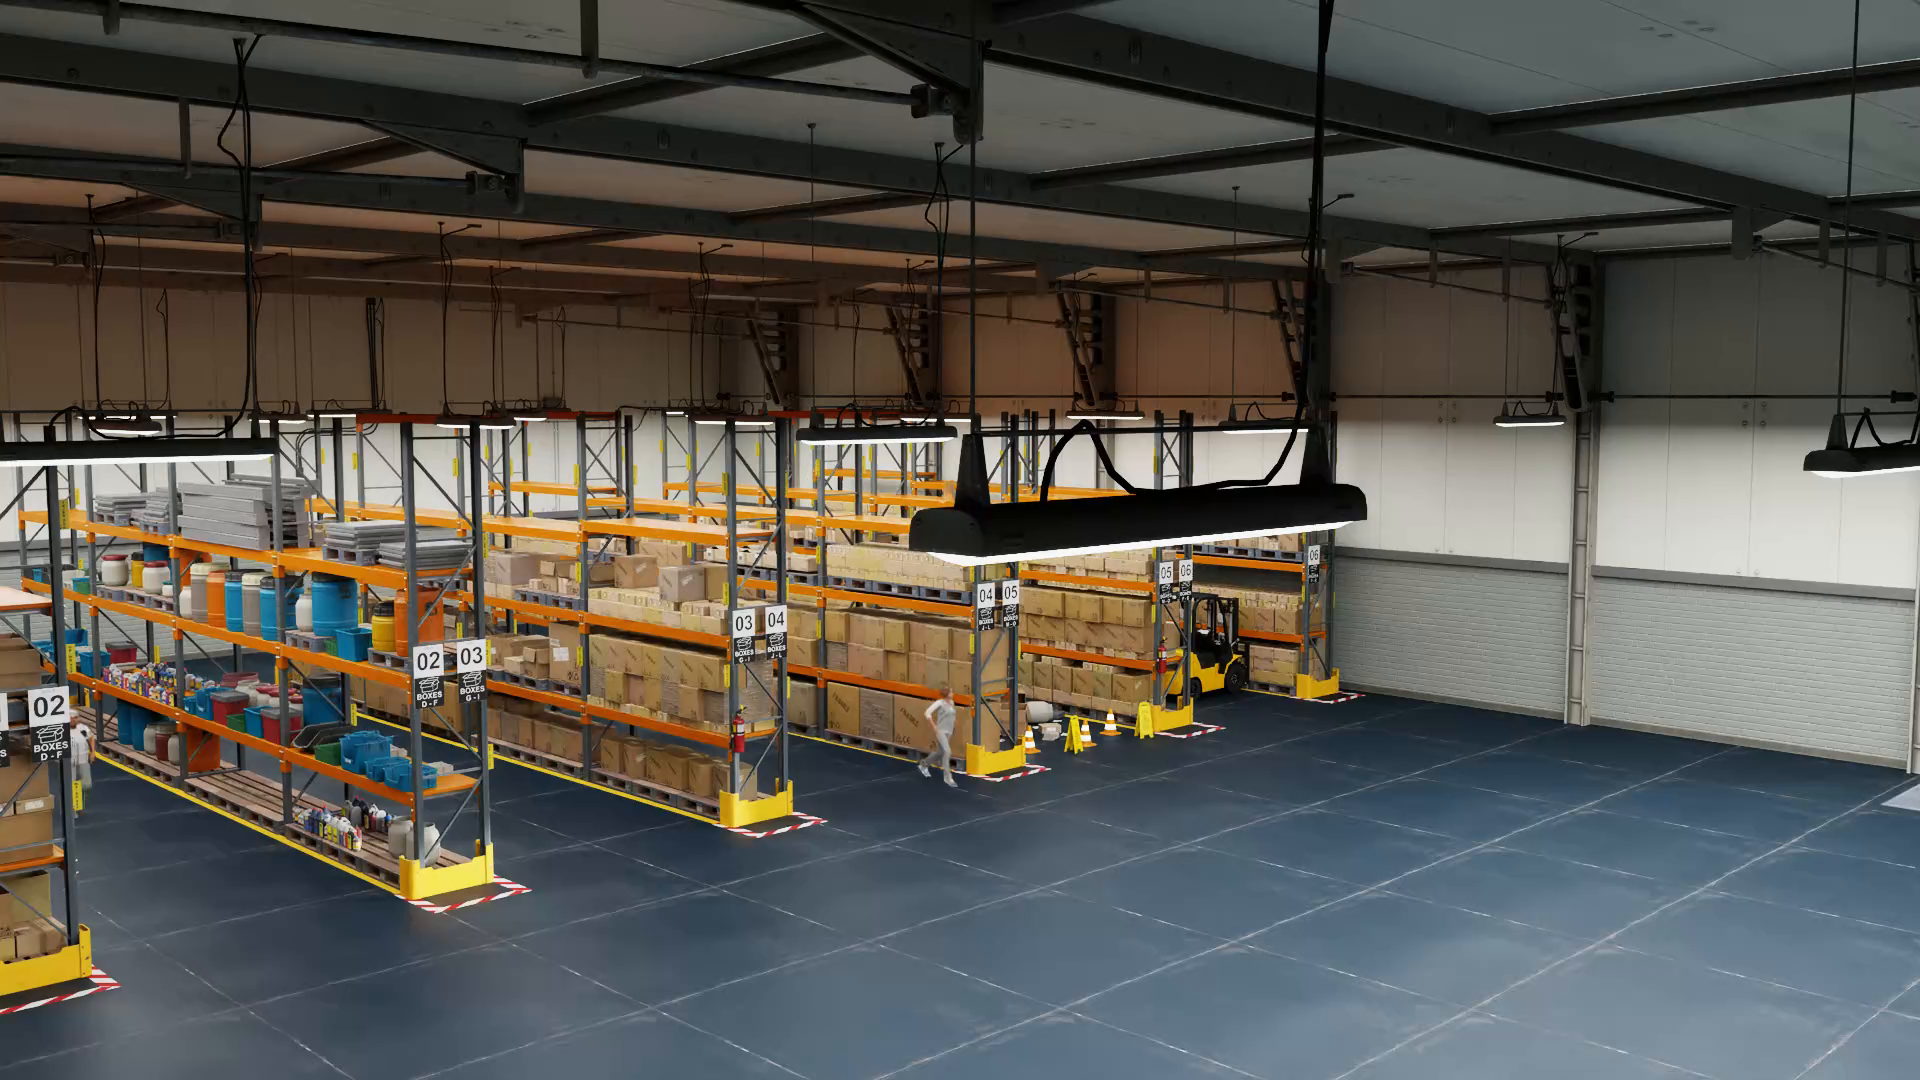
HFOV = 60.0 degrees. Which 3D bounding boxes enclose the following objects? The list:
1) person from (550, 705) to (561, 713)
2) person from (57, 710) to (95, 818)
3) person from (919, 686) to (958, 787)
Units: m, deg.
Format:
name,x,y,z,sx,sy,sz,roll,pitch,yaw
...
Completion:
name,x,y,z,sx,sy,sz,roll,pitch,yaw
person,-7.775,2.727,32.296,0.656,1.586,0.506,3,6,34
person,-13.308,3.361,25.024,0.540,1.615,0.640,5,7,43
person,-0.289,3.178,27.296,0.829,1.592,0.560,3,6,34
